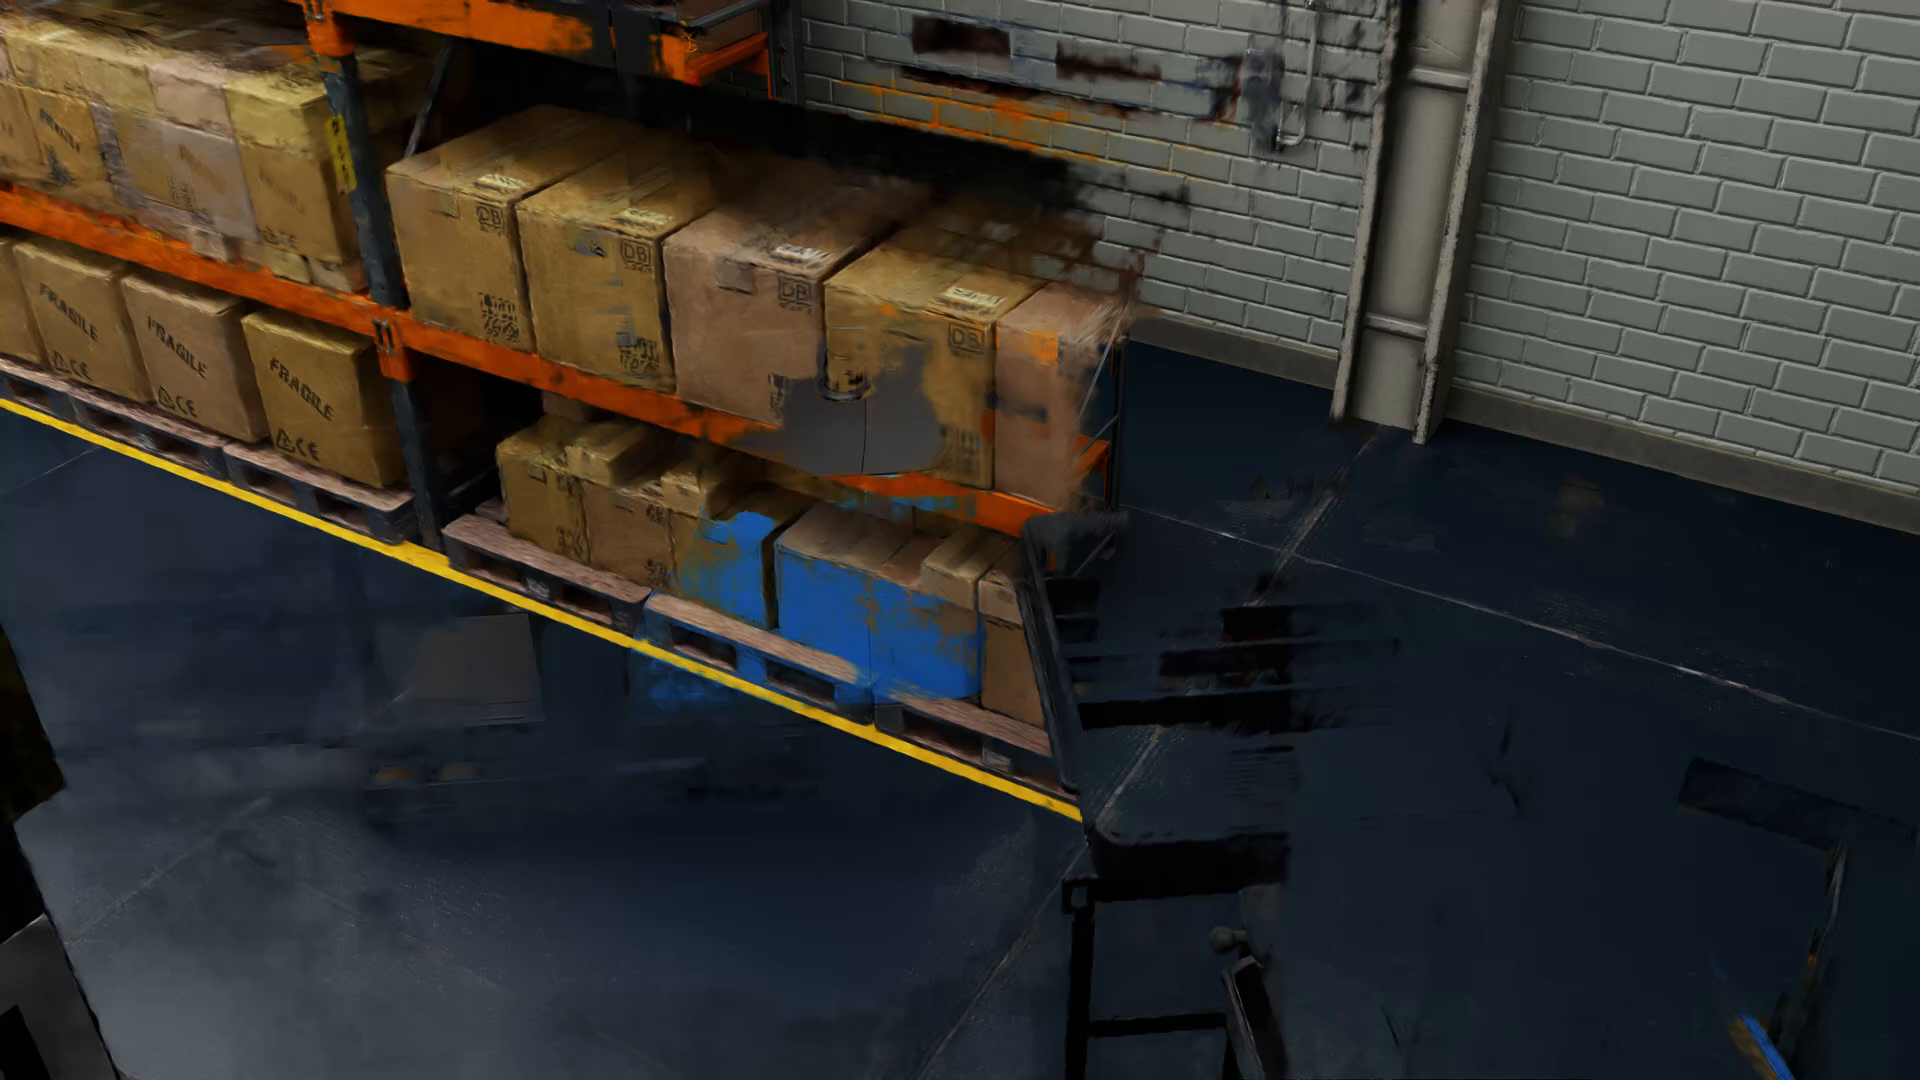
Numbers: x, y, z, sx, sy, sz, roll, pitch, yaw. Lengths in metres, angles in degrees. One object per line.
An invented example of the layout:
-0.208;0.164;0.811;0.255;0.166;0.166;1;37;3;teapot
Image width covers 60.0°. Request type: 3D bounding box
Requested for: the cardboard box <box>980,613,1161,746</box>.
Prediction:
-1.630;-1.372;7.481;0.500;0.500;0.700;18;37;24;cardboard box

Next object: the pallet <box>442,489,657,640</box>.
-3.824;-1.786;8.742;1.213;0.211;1.003;18;37;24;pallet

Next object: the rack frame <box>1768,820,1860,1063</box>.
0.447;-0.327;5.725;0.032;1.125;0.500;18;37;24;rack frame

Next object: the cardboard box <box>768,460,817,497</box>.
-2.743;-2.122;8.021;0.250;0.149;0.380;17;37;24;cardboard box

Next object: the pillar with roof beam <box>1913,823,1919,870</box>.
-0.335;-2.192;1.424;0.400;9.000;9.100;18;37;24;pillar with roof beam

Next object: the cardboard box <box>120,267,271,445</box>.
-5.847;-2.833;9.358;0.750;0.750;0.750;19;38;26;cardboard box

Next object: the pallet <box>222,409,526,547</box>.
-5.153;-2.209;9.376;1.213;0.211;1.003;18;37;24;pallet

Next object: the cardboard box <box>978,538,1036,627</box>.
-1.832;-1.590;7.222;0.250;0.149;0.380;17;37;24;cardboard box

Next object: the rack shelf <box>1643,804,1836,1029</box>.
0.006;-0.710;5.773;1.000;0.278;0.538;18;37;24;rack shelf

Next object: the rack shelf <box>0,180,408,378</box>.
-6.182;-3.444;9.365;4.000;0.370;1.077;18;37;24;rack shelf

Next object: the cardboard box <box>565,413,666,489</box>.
-3.640;-2.161;8.080;0.250;0.149;0.380;19;38;26;cardboard box

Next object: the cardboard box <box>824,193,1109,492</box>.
-2.057;-2.548;7.100;0.700;0.700;0.980;17;37;24;cardboard box

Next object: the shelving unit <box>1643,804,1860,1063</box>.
0.006;-0.466;5.935;1.048;1.125;0.538;18;37;24;shelving unit

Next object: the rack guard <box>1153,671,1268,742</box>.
-0.951;-1.046;7.370;0.348;0.500;1.175;18;37;24;rack guard

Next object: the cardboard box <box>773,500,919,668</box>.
-2.501;-1.648;7.894;0.500;0.500;0.700;16;37;23;cardboard box

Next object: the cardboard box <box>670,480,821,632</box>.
-2.968;-1.791;8.109;0.500;0.500;0.700;18;38;25;cardboard box

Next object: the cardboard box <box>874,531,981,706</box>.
-2.064;-1.510;7.687;0.500;0.500;0.700;17;37;24;cardboard box

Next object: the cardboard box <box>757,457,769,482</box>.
-2.968;-2.192;8.127;0.250;0.149;0.380;18;38;25;cardboard box

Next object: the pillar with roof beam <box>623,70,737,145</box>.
-5.544;-3.843;3.902;0.400;9.000;9.100;18;37;24;pillar with roof beam

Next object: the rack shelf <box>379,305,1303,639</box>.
-2.709;-2.344;7.713;4.000;0.370;1.077;18;37;24;rack shelf

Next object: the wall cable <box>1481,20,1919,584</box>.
0.609;-2.619;6.561;1.851;1.984;0.084;18;37;24;wall cable

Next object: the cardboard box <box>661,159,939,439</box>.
-2.715;-2.763;7.422;0.700;0.700;0.980;16;37;22;cardboard box

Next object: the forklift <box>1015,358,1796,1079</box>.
-1.447;-0.686;4.636;3.031;2.935;1.130;-3;34;-5;forklift

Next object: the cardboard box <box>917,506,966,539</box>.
-2.079;-1.912;7.706;0.250;0.149;0.380;18;38;25;cardboard box

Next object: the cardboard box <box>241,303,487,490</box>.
-5.074;-2.590;8.993;0.750;0.750;0.750;18;38;25;cardboard box

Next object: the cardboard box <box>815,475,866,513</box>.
-2.524;-2.052;7.916;0.250;0.149;0.380;18;38;25;cardboard box

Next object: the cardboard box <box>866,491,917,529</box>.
-2.300;-1.982;7.811;0.250;0.149;0.380;18;38;25;cardboard box

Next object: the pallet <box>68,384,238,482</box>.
-6.216;-2.544;9.879;1.213;0.211;1.003;18;37;24;pallet

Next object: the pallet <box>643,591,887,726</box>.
-2.760;-1.451;8.239;1.213;0.211;1.003;18;37;24;pallet

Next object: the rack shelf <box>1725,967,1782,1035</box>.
0.006;-0.263;6.071;1.000;0.278;0.538;18;37;24;rack shelf

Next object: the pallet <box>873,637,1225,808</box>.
-1.705;-1.115;7.734;1.213;0.211;1.003;18;37;24;pallet

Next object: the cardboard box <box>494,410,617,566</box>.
-3.847;-2.073;8.533;0.500;0.500;0.700;18;38;25;cardboard box

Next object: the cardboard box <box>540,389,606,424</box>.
-3.874;-2.478;8.556;0.250;0.149;0.380;17;37;24;cardboard box

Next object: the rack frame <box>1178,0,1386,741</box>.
-0.972;-2.093;6.687;0.127;3.000;1.000;18;37;24;rack frame

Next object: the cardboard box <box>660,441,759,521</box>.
-3.187;-2.017;7.864;0.250;0.149;0.380;16;37;23;cardboard box

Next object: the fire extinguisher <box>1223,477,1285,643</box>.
-1.070;-1.642;6.416;0.183;0.674;0.296;18;37;24;fire extinguisher

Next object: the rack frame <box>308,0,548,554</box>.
-4.445;-3.193;8.339;0.127;3.000;1.000;18;37;24;rack frame

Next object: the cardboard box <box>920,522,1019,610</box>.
-2.054;-1.660;7.327;0.250;0.149;0.380;19;38;26;cardboard box

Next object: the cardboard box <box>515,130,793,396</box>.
-3.351;-2.958;7.715;0.700;0.700;0.980;17;37;23;cardboard box

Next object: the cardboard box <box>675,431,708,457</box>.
-3.187;-2.262;8.232;0.250;0.149;0.380;16;37;23;cardboard box

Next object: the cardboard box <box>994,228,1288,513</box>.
-1.420;-2.354;6.808;0.700;0.700;0.980;19;38;26;cardboard box

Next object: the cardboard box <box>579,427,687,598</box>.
-3.412;-1.933;8.323;0.500;0.500;0.700;17;37;24;cardboard box
